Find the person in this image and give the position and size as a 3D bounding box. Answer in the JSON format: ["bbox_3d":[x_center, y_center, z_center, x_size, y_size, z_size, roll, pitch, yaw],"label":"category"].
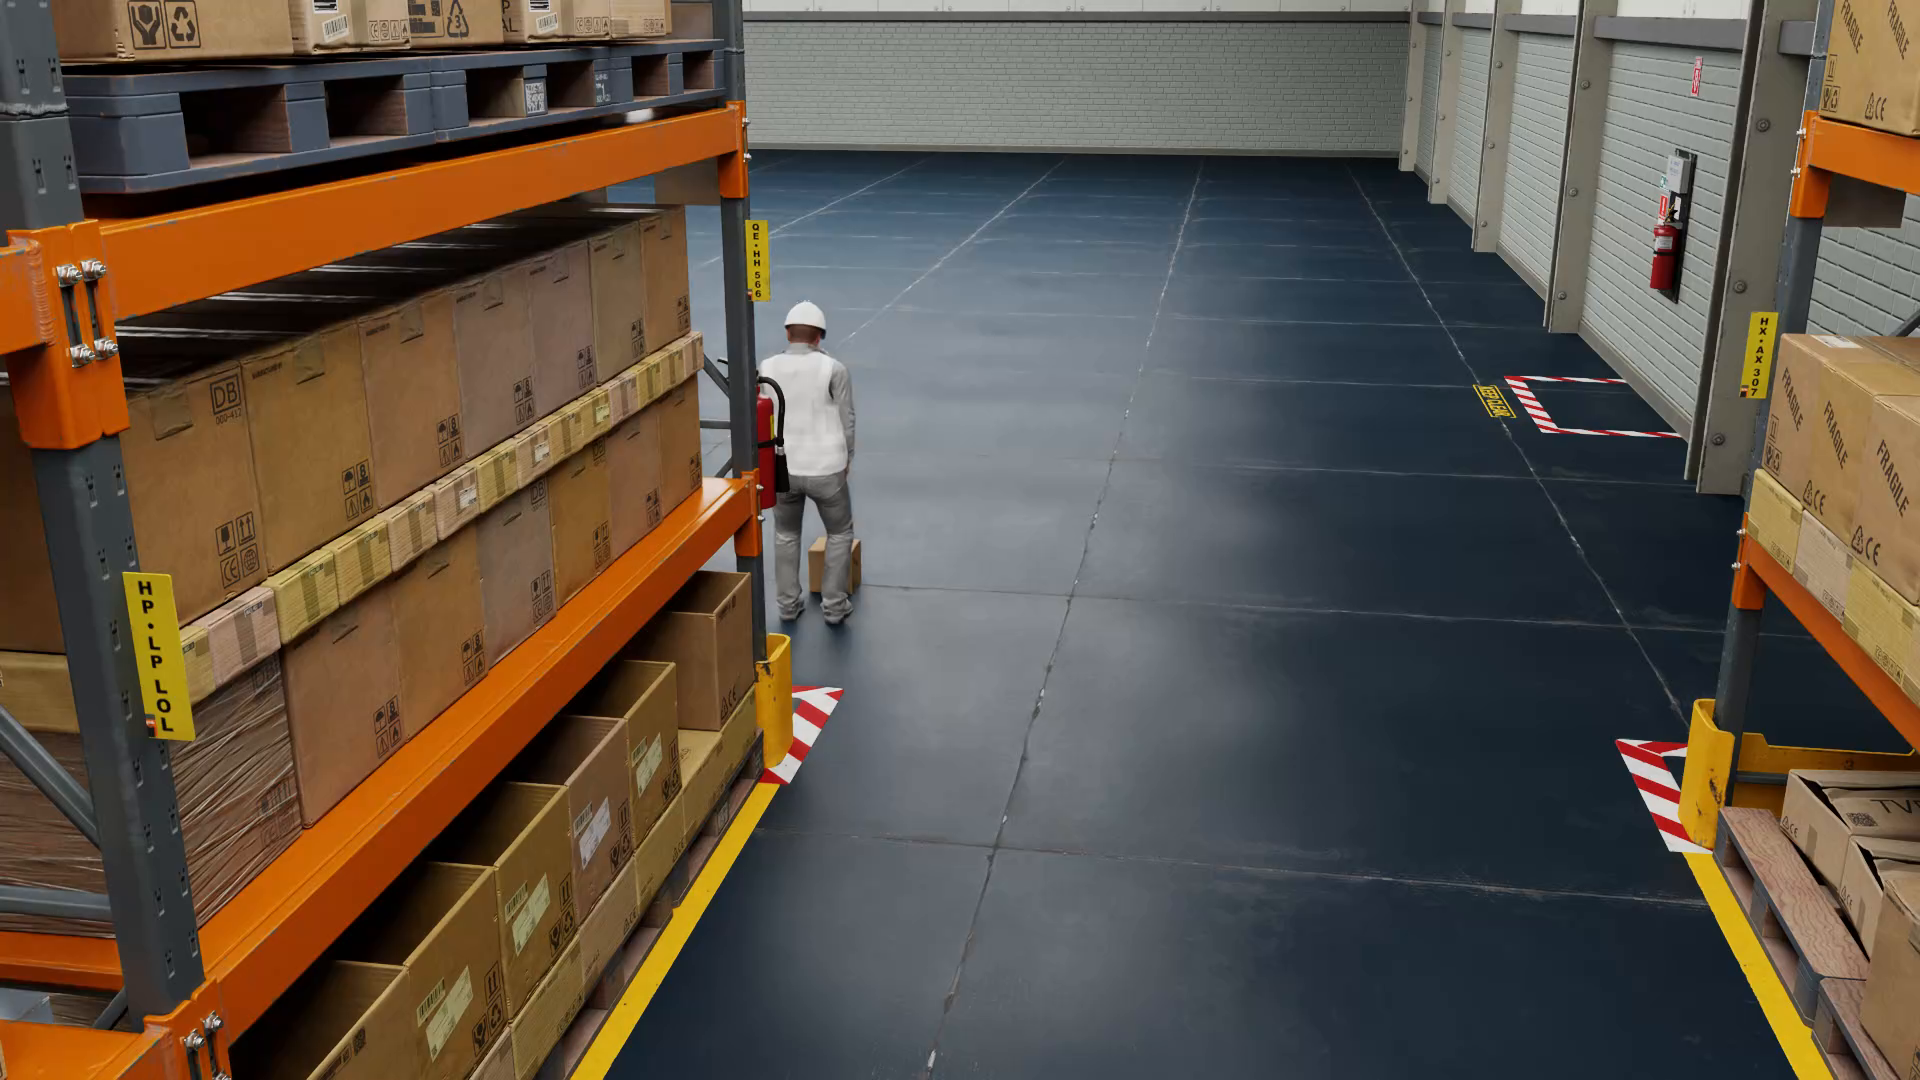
[{"bbox_3d":[-0.831,-0.404,8.896,0.563,1.708,0.495,3,18,10],"label":"person"}]
